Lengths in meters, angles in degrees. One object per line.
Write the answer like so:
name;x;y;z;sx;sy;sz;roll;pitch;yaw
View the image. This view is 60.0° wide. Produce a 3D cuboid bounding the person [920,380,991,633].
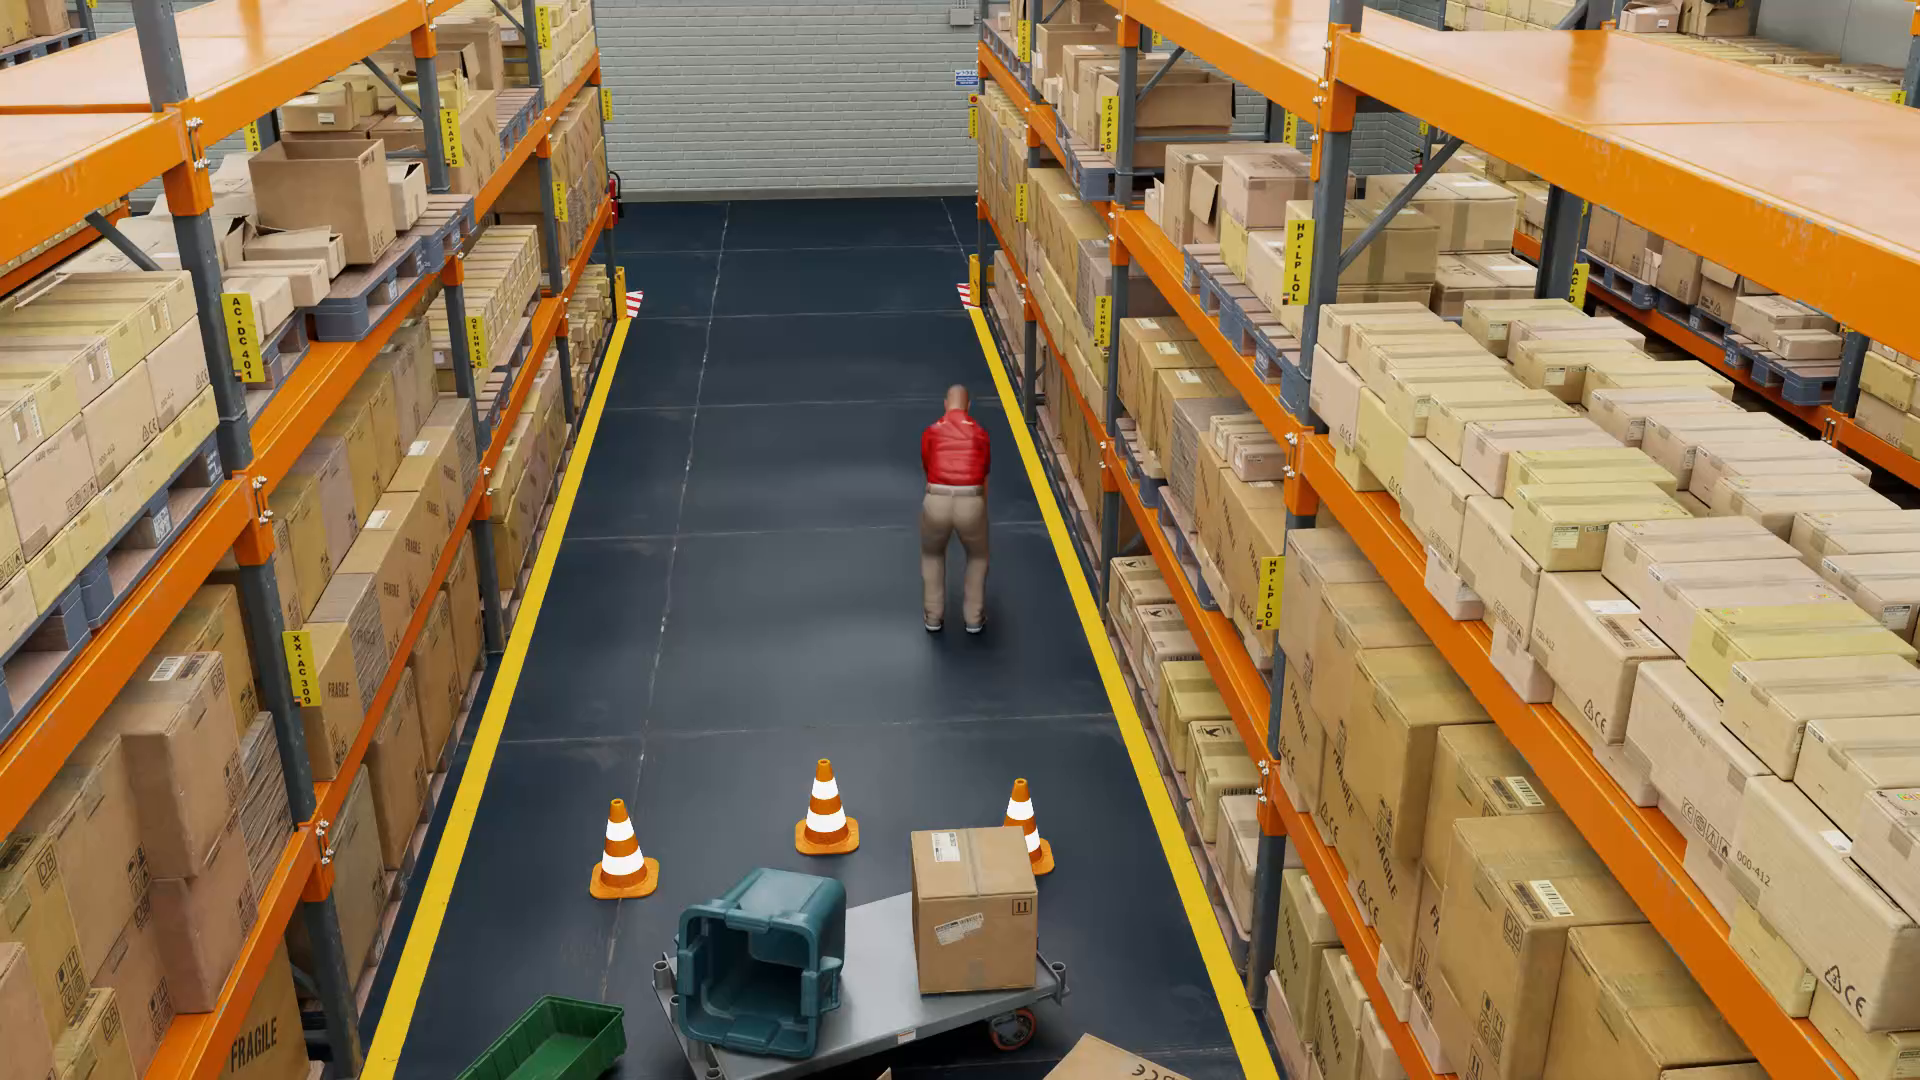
person;-0.032;-0.214;10.989;0.475;1.615;0.655;2;24;5
